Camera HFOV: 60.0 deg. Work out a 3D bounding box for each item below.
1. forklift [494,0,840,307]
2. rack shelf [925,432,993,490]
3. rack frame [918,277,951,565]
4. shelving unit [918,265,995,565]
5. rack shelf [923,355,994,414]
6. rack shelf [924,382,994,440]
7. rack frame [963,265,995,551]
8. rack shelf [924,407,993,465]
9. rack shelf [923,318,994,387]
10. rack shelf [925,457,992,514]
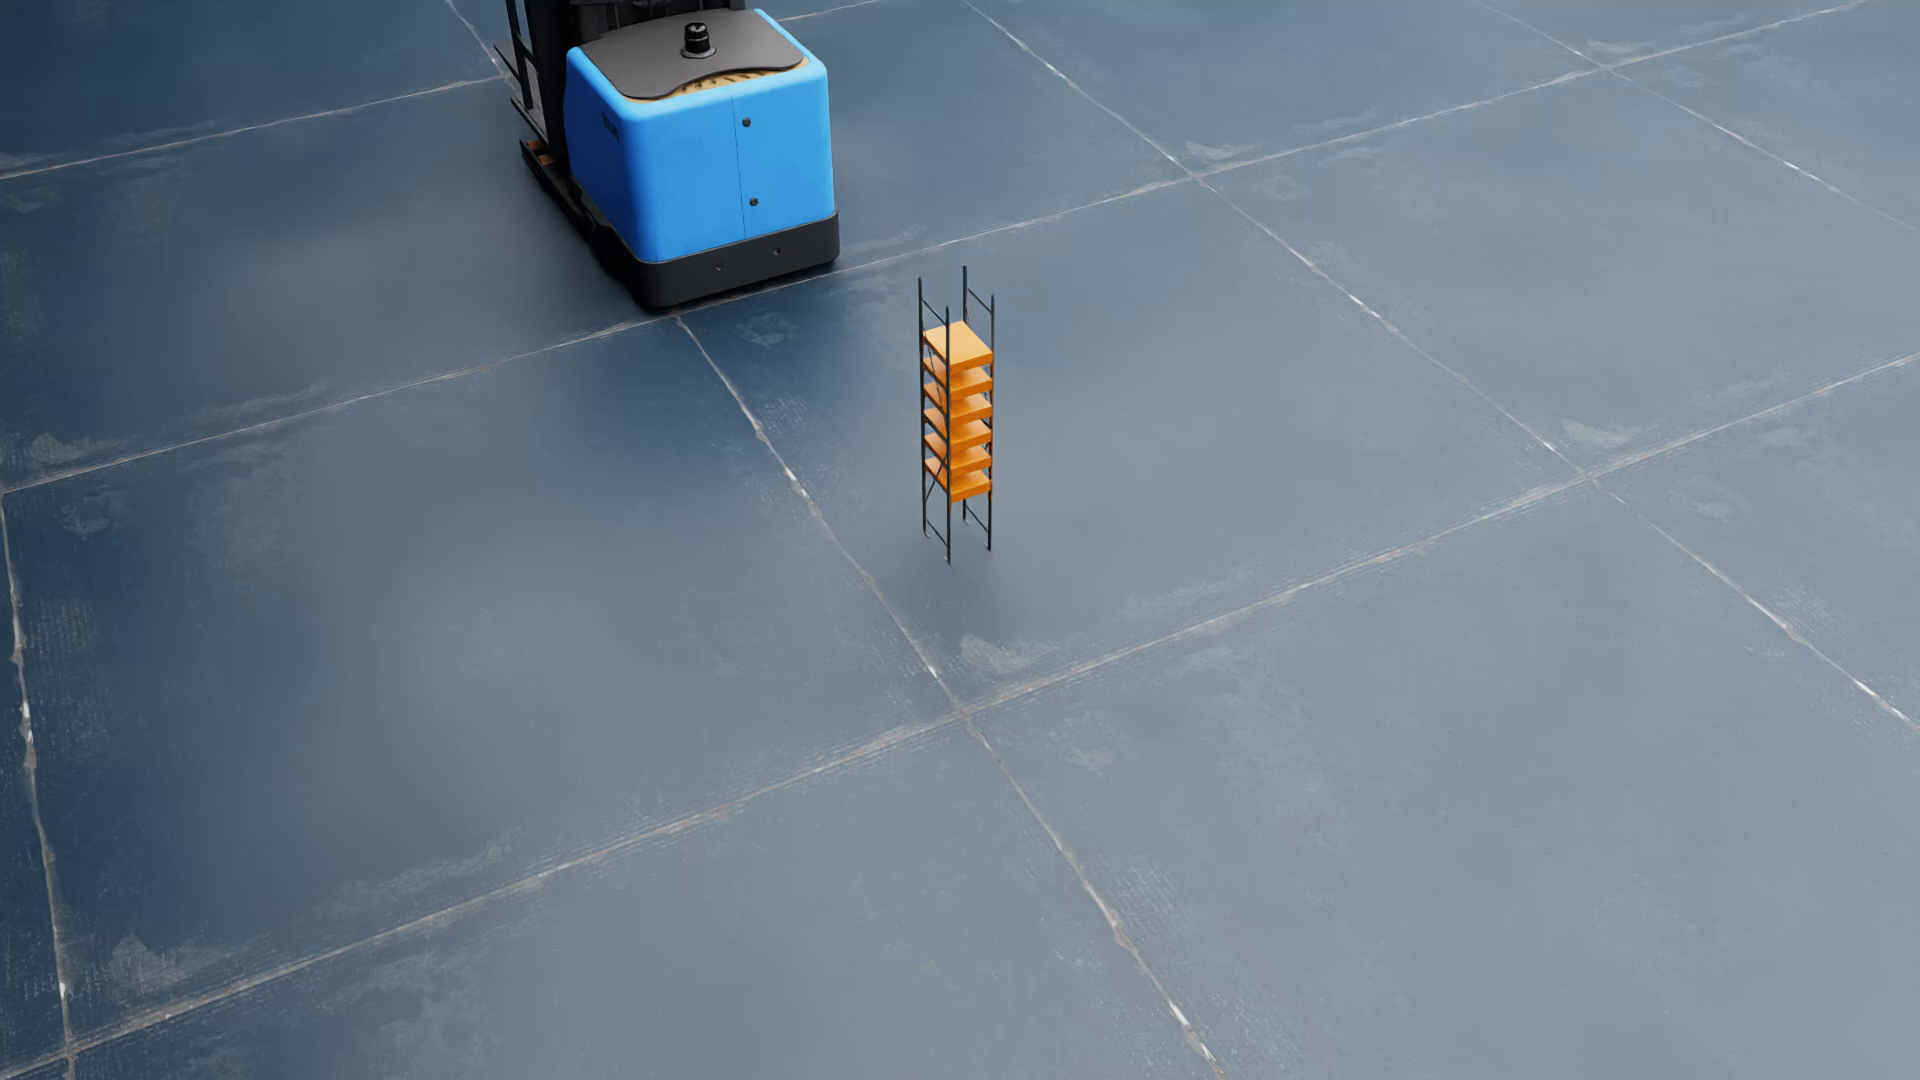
[{"bbox_3d":[-1.754,-3.172,8.229,1.130,2.935,3.031,-20,44,-22],"label":"forklift"},{"bbox_3d":[-0.013,-0.328,6.463,0.180,0.103,0.258,-19,44,-21],"label":"rack shelf"},{"bbox_3d":[-0.094,-0.426,6.325,0.006,1.200,0.240,-19,44,-21],"label":"rack frame"},{"bbox_3d":[-0.013,-0.454,6.357,0.189,1.200,0.258,-19,44,-21],"label":"shelving unit"},{"bbox_3d":[-0.013,-0.603,6.231,0.180,0.103,0.258,-19,44,-21],"label":"rack shelf"},{"bbox_3d":[-0.013,-0.511,6.308,0.180,0.103,0.258,-19,44,-21],"label":"rack shelf"},{"bbox_3d":[0.068,-0.481,6.390,0.006,1.200,0.240,-19,44,-21],"label":"rack frame"},{"bbox_3d":[-0.013,-0.420,6.386,0.180,0.103,0.258,-19,44,-21],"label":"rack shelf"},{"bbox_3d":[-0.013,-0.694,6.153,0.180,0.103,0.258,-19,44,-21],"label":"rack shelf"},{"bbox_3d":[-0.013,-0.237,6.541,0.180,0.103,0.258,-19,44,-21],"label":"rack shelf"}]
